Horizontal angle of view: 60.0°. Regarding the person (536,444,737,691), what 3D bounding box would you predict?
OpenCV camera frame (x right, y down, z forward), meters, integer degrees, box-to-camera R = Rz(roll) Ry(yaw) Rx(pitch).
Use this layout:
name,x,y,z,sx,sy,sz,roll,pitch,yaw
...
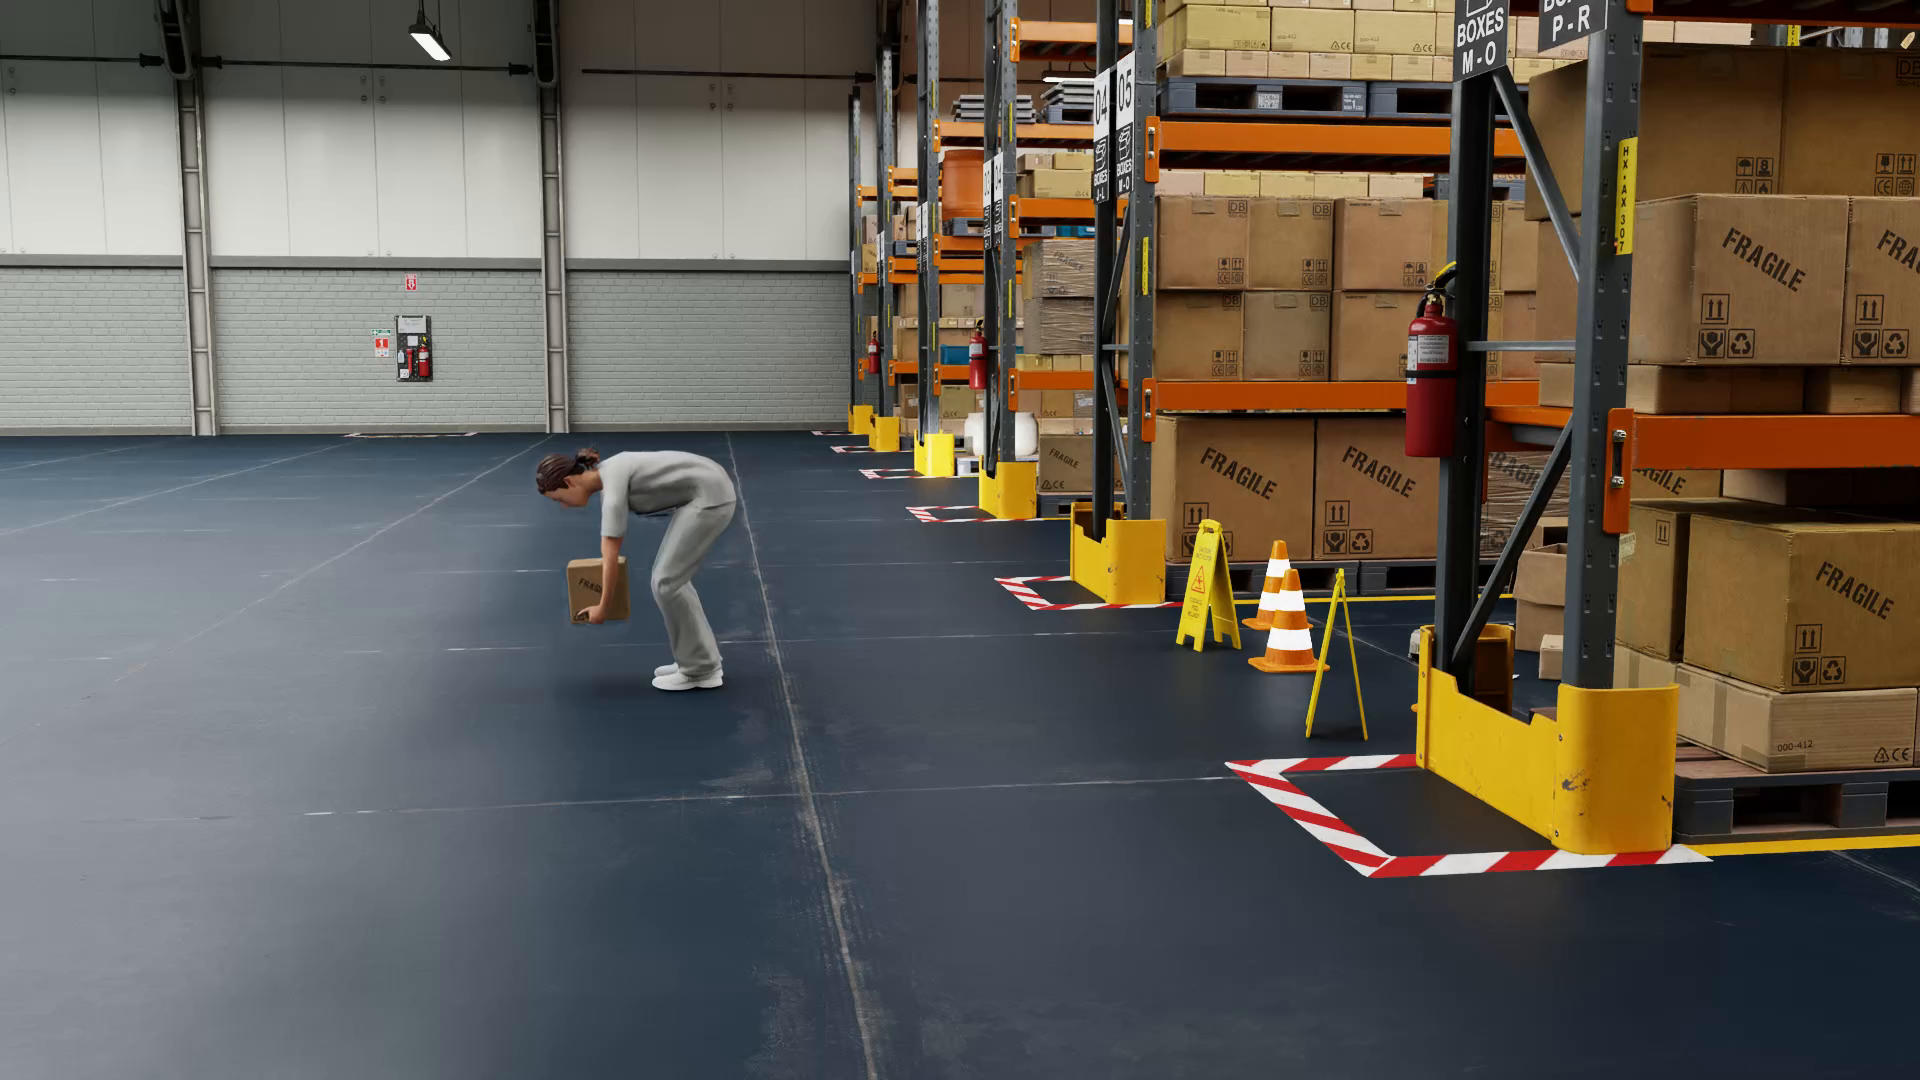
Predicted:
name,x,y,z,sx,sy,sz,roll,pitch,yaw
person,-1.427,0.125,7.388,0.873,1.067,0.429,-1,7,-11
